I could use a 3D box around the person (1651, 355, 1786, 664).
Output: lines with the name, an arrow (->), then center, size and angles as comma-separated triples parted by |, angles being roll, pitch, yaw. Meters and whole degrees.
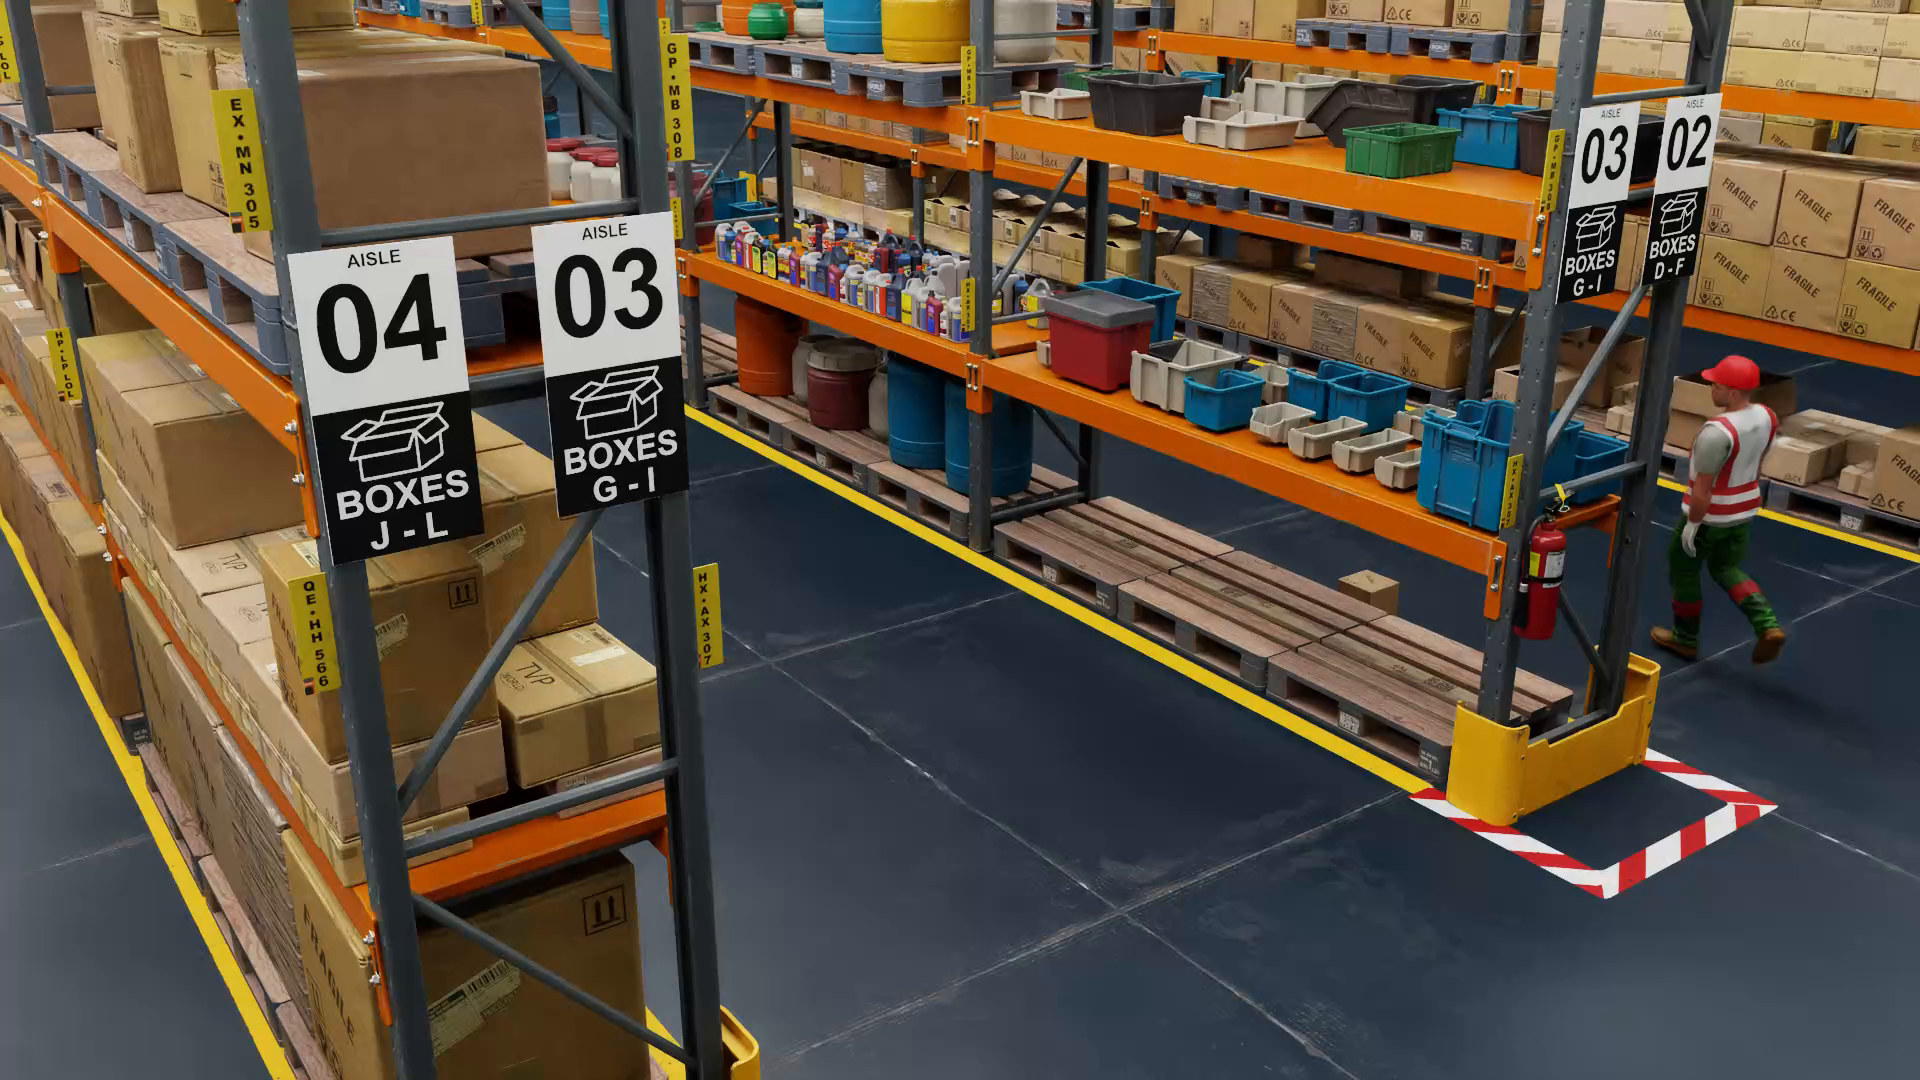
person -> 4.078, -0.134, 8.869 | 0.600, 1.758, 0.761 | -9, 23, -22
